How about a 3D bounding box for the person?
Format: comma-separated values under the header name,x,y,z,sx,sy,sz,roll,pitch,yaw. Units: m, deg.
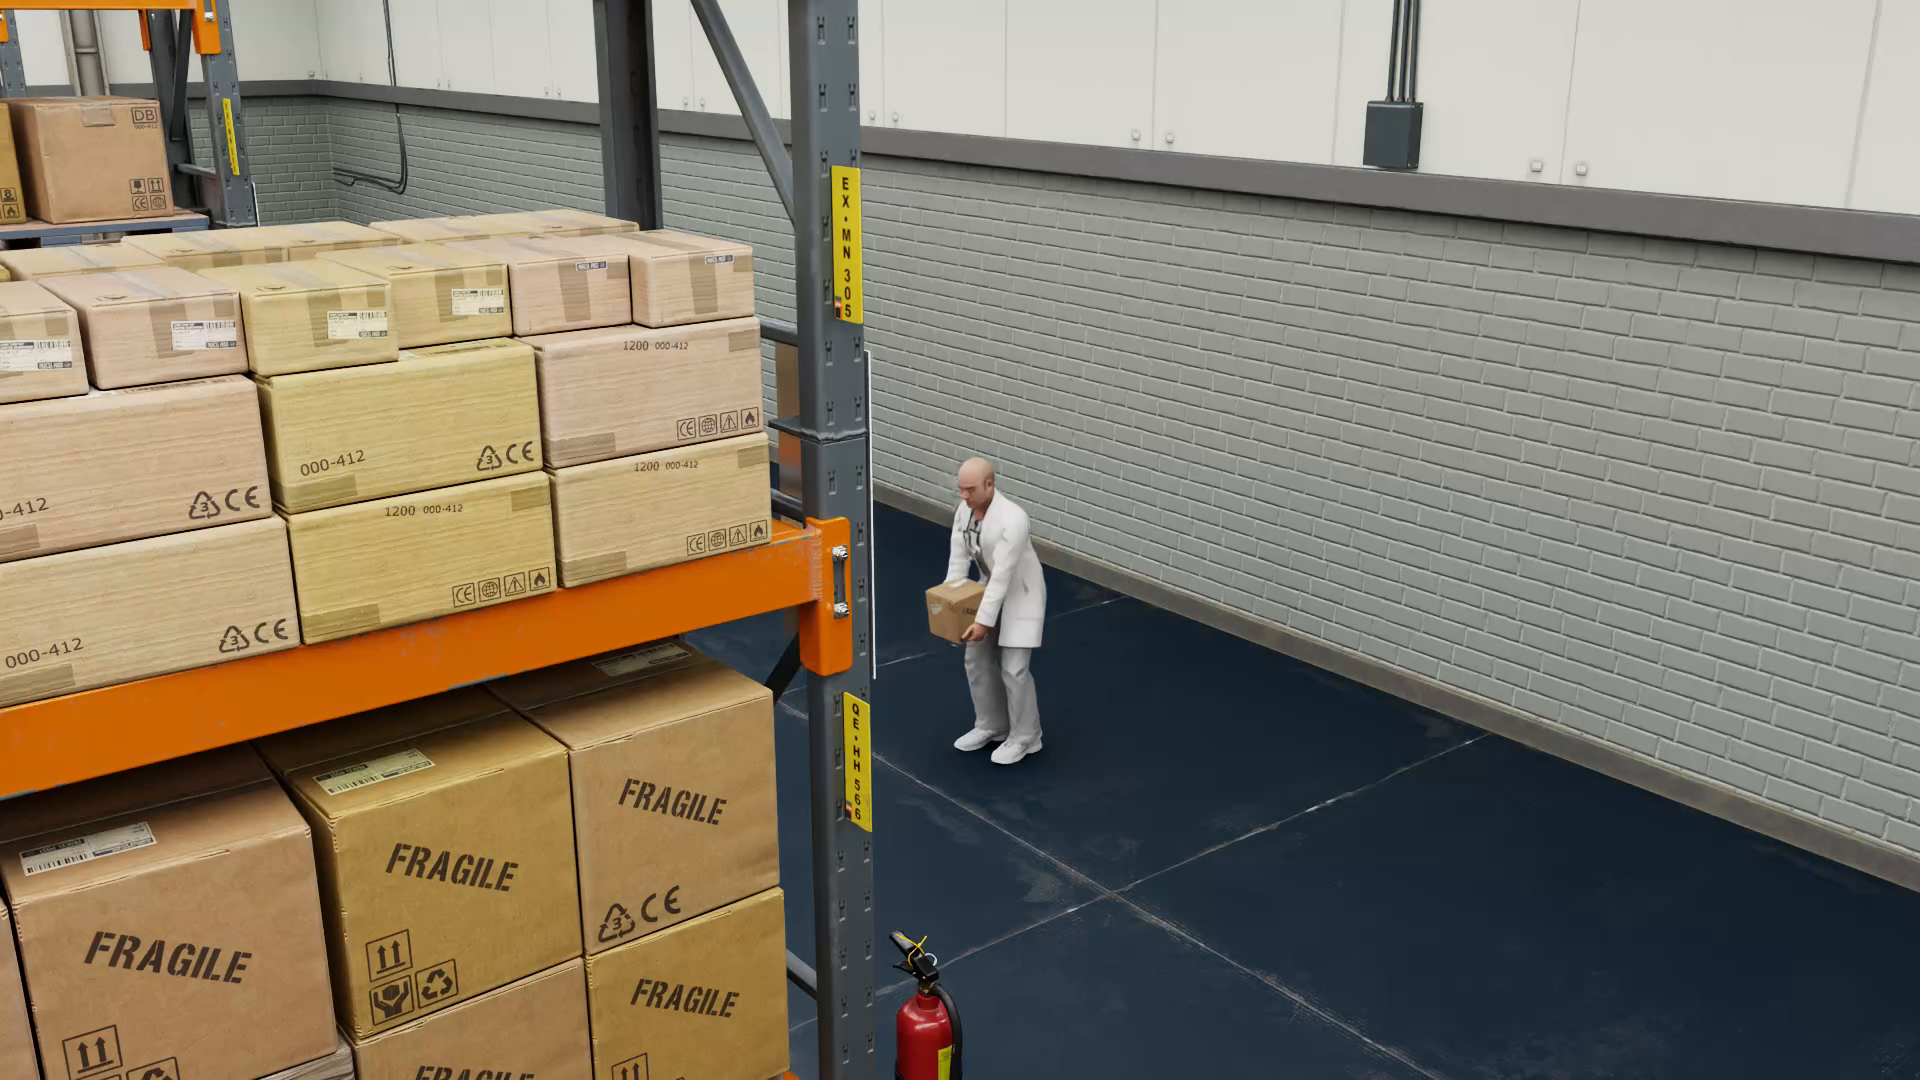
name,x,y,z,sx,sy,sz,roll,pitch,yaw
person,0.171,0.366,9.015,0.618,1.720,0.537,-14,22,-37
